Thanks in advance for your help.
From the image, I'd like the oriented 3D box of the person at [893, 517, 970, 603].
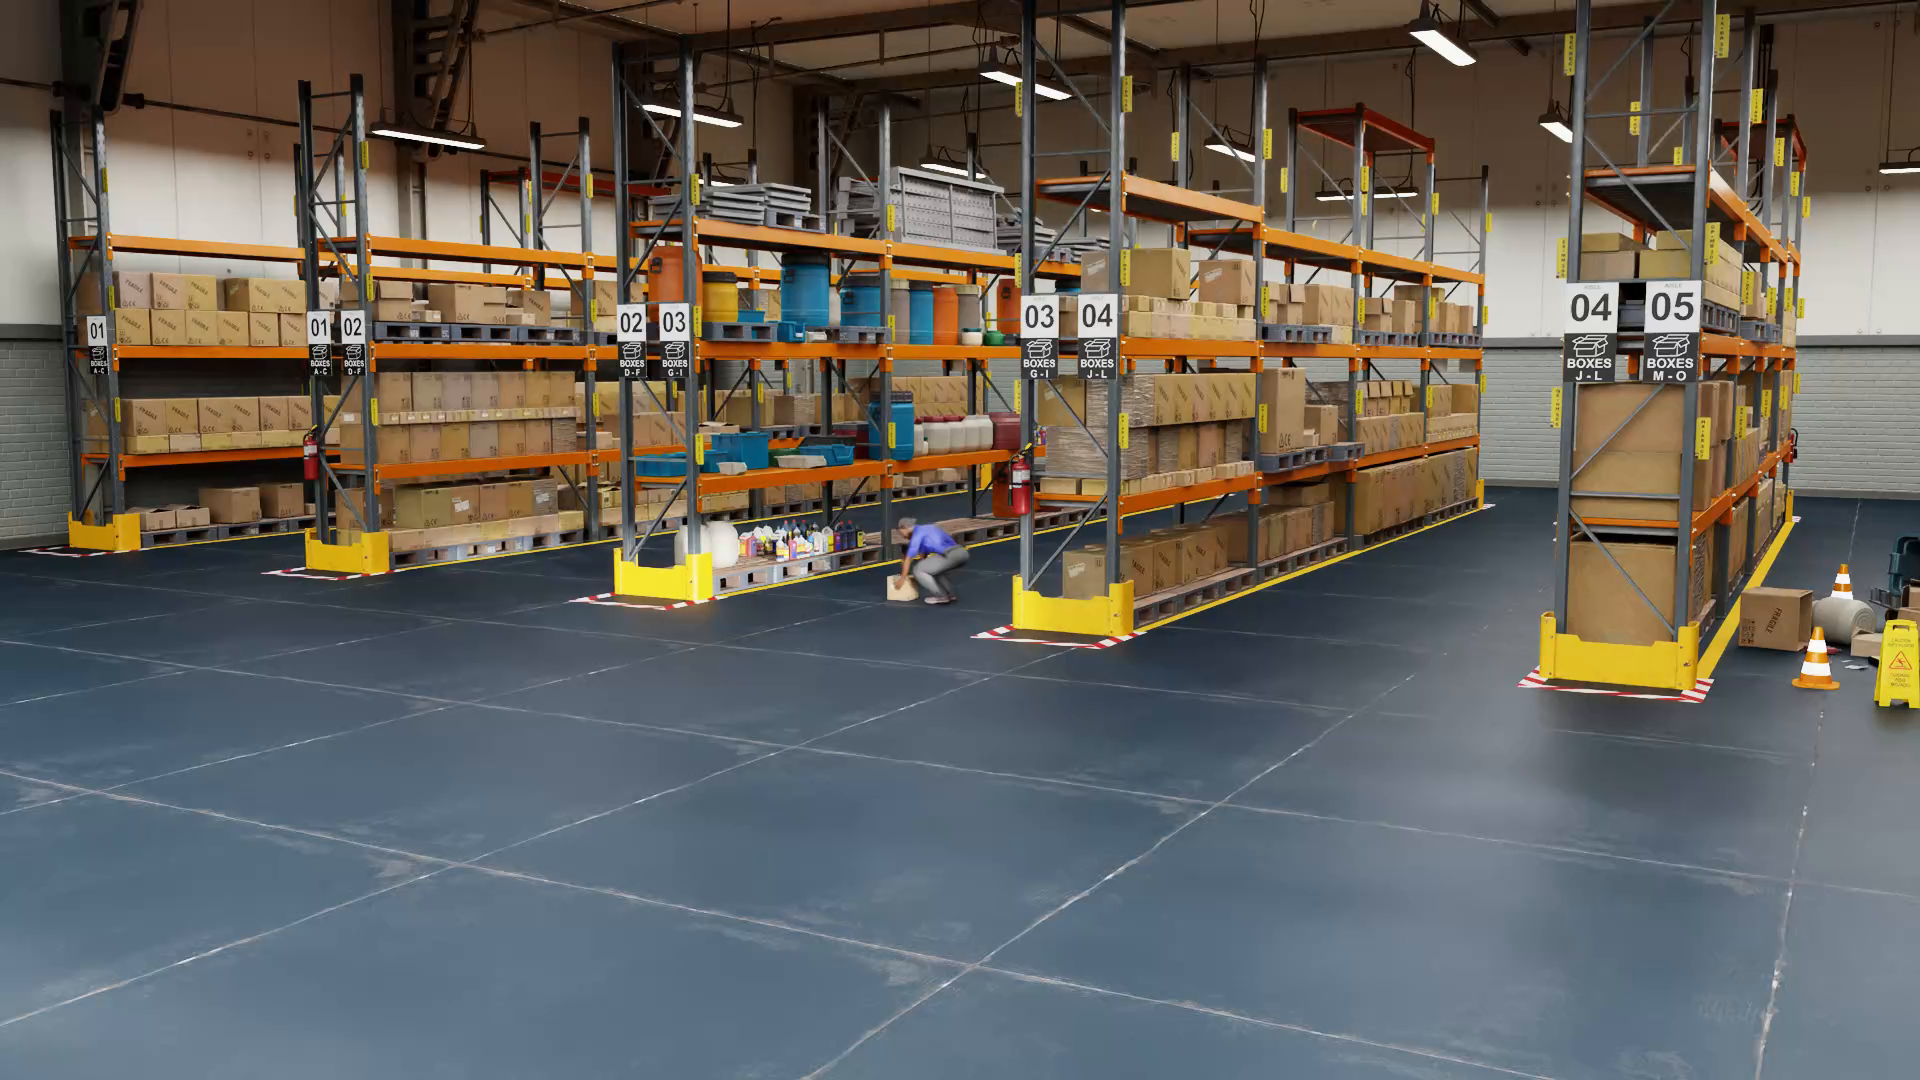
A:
[{"bbox_3d":[-0.308,0.216,17.936,0.805,0.911,0.476,3,7,28],"label":"person"}]
